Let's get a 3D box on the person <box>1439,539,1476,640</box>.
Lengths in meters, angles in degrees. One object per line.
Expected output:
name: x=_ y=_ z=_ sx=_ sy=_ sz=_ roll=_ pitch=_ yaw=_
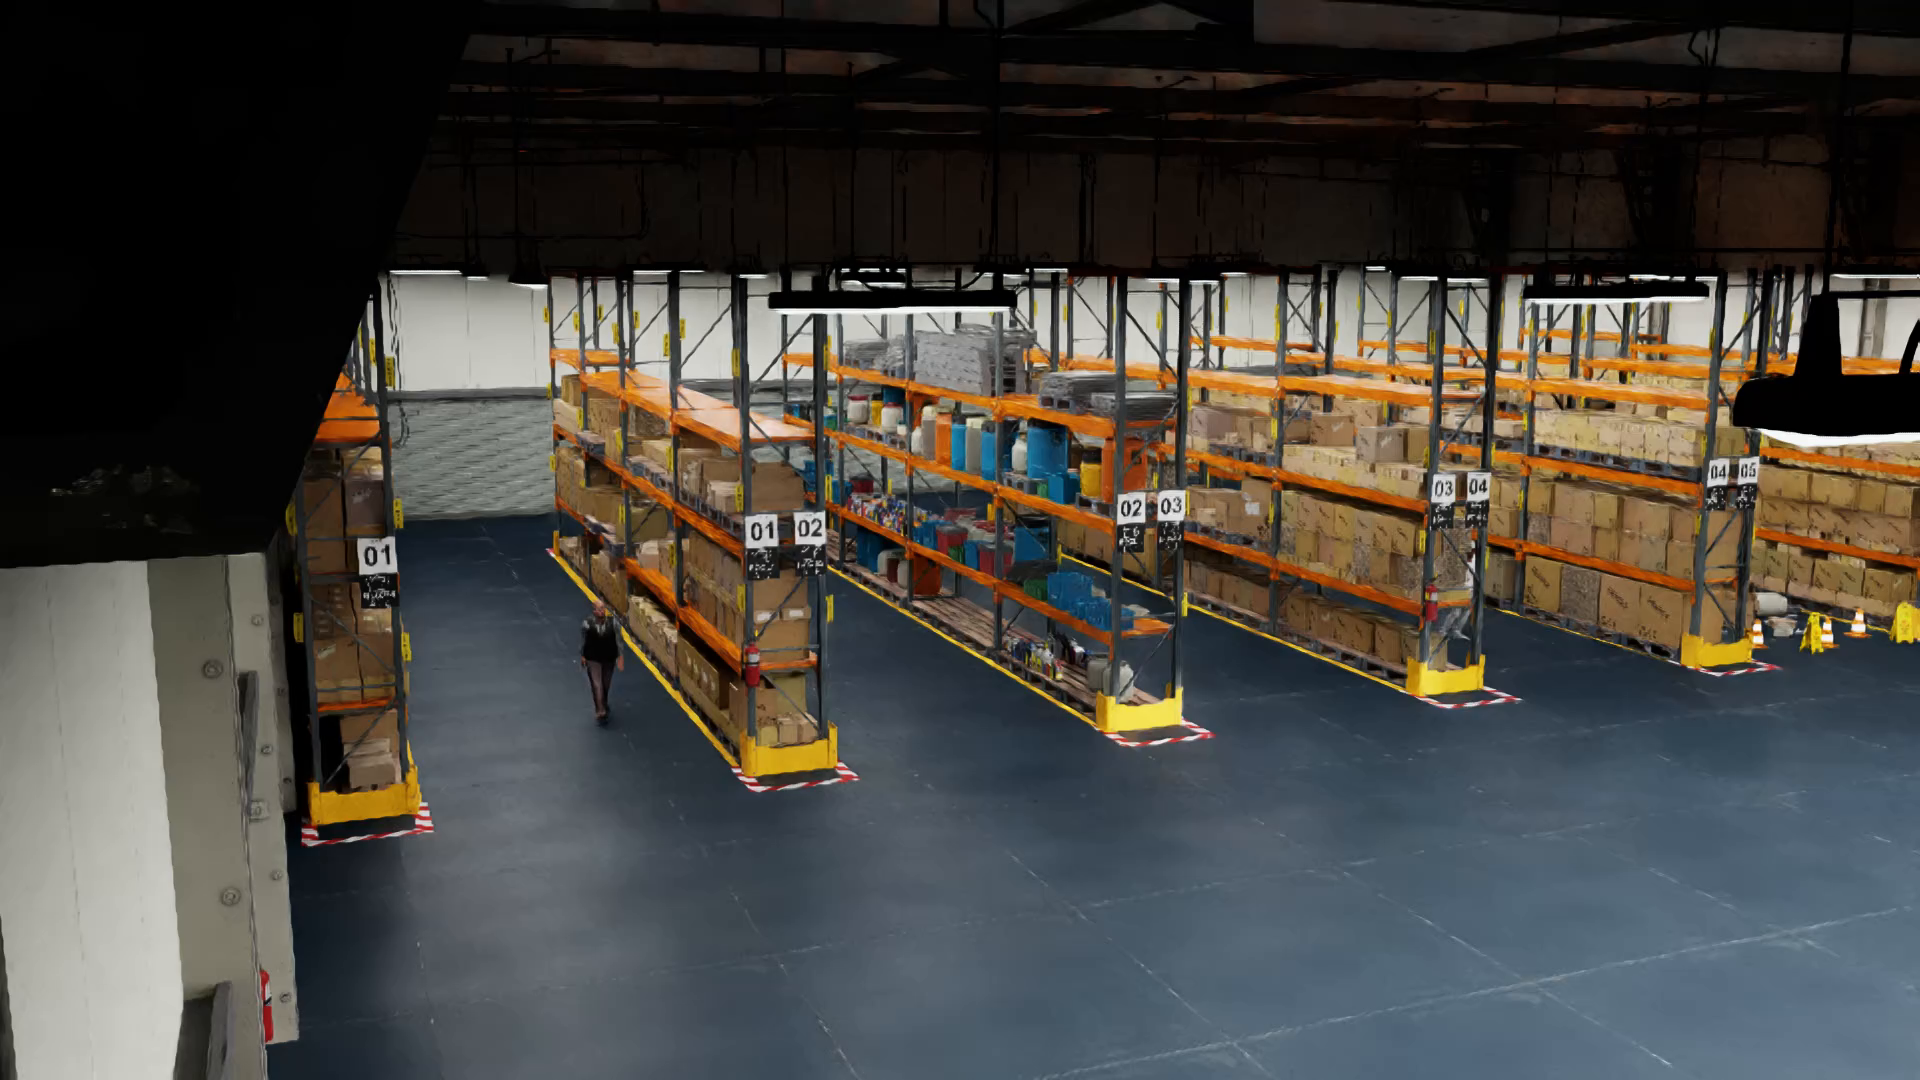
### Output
person: x=8.170 y=0.810 z=27.109 sx=0.708 sy=1.714 sz=0.575 roll=-4 pitch=11 yaw=-22

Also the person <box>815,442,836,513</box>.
person: x=-3.165 y=-1.500 z=40.037 sx=0.615 sy=1.771 sz=0.775 roll=3 pitch=10 yaw=19

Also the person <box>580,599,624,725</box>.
person: x=-4.843 y=1.618 z=22.576 sx=0.553 sy=1.669 sz=1.015 roll=-4 pitch=11 yaw=-22
